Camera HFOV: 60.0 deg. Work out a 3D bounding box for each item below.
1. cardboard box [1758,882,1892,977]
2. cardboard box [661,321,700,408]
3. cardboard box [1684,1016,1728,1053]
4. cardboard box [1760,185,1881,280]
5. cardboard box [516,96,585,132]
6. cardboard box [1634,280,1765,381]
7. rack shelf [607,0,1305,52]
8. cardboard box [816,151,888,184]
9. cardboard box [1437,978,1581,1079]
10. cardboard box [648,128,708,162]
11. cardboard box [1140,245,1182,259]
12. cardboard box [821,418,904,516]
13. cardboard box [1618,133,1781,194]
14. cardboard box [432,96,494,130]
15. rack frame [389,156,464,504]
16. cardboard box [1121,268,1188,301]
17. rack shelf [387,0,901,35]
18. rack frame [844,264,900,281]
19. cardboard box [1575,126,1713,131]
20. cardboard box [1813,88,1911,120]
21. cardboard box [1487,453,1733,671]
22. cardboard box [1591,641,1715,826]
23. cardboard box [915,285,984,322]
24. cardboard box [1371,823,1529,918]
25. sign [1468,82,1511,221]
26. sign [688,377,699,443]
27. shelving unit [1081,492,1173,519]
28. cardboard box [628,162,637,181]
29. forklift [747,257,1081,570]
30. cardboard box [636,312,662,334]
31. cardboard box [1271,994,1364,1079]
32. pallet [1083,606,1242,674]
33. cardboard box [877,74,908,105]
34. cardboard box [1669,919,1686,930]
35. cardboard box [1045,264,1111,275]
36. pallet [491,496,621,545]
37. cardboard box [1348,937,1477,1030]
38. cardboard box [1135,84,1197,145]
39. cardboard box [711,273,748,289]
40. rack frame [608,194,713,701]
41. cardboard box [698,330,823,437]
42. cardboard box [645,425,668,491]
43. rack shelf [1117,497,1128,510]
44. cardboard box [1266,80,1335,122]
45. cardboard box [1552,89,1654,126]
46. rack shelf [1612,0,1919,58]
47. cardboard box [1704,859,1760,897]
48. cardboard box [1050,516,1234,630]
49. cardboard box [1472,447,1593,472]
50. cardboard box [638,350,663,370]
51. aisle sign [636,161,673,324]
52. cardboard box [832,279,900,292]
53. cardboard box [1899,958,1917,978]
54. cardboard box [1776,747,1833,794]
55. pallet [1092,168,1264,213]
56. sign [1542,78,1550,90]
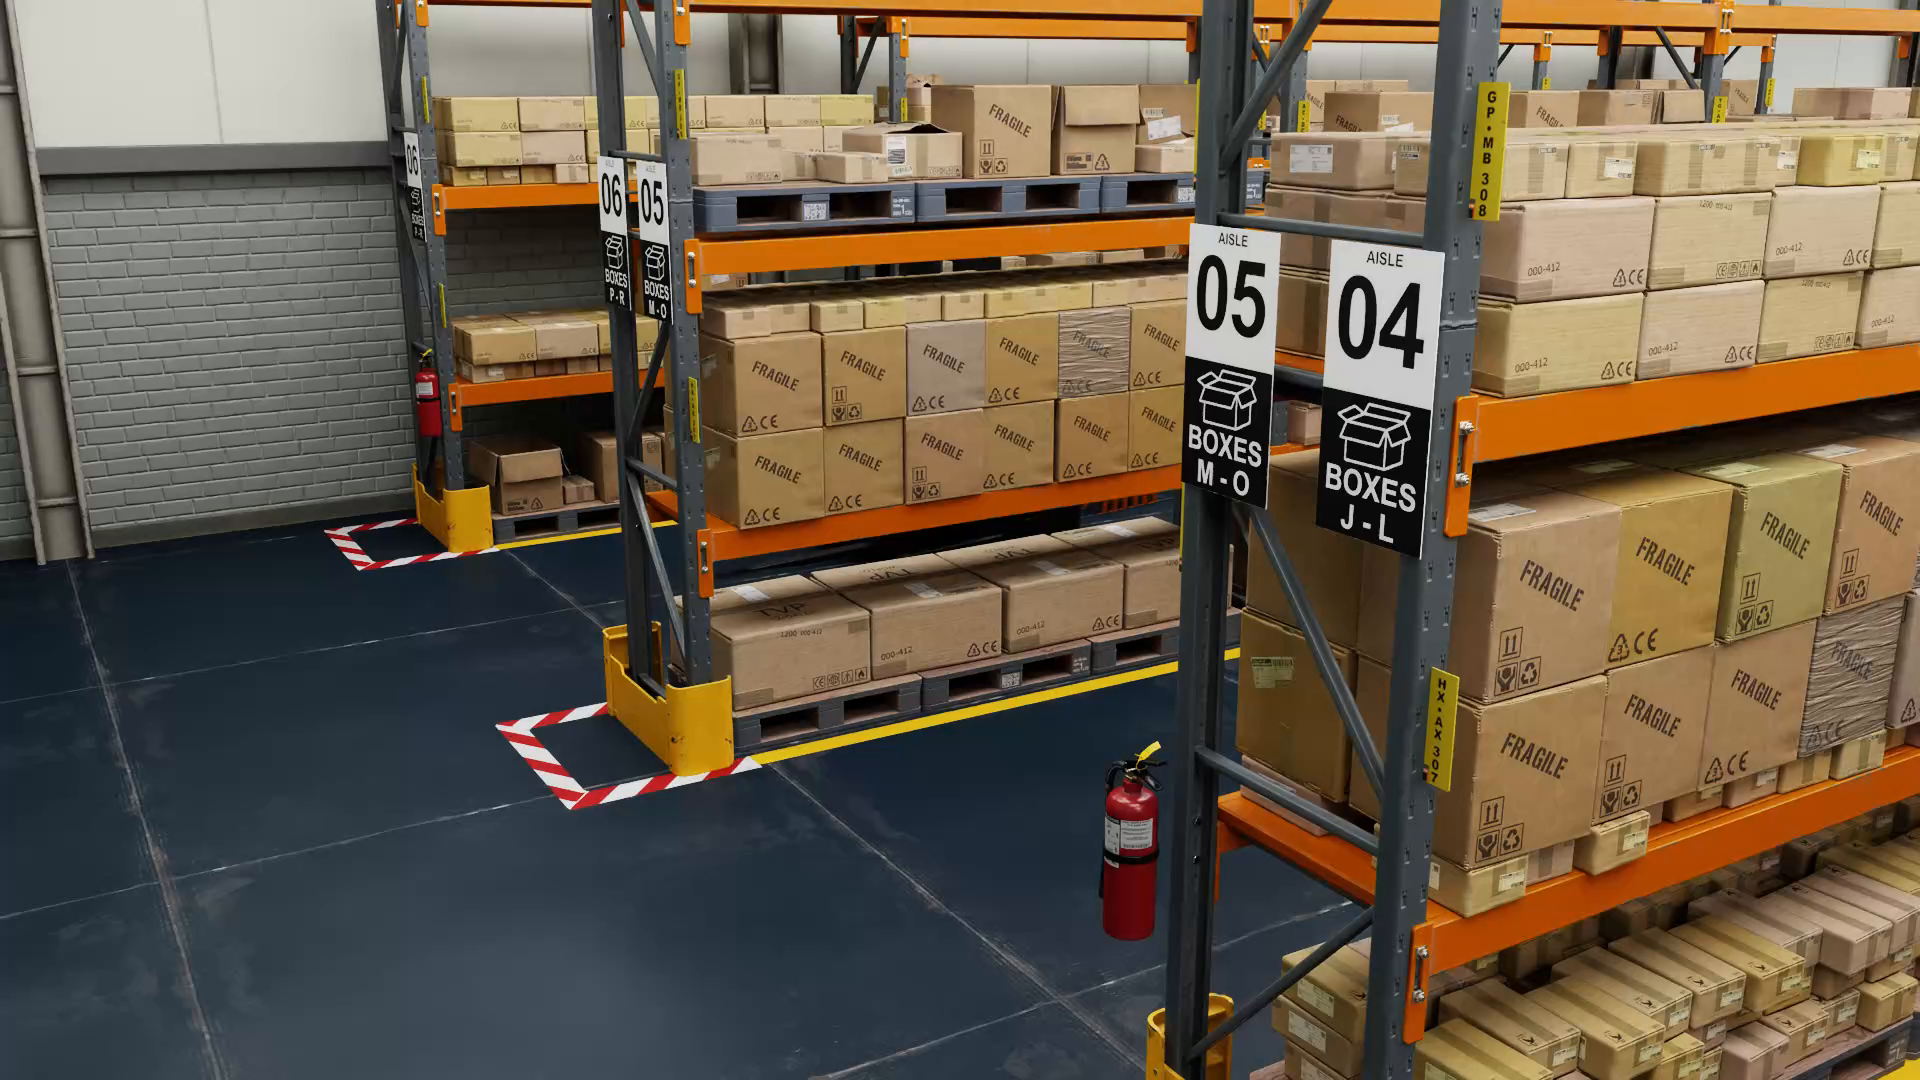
[{"bbox_3d":[3.180,1.433,6.141,0.250,0.149,0.380,-10,18,-32],"label":"cardboard box"},{"bbox_3d":[-1.343,-0.986,9.331,0.500,0.500,0.500,-9,18,-28],"label":"cardboard box"},{"bbox_3d":[2.466,1.662,5.875,0.250,0.149,0.380,-10,19,-32],"label":"cardboard box"},{"bbox_3d":[2.398,-0.957,5.059,0.500,0.250,0.500,-9,18,-29],"label":"cardboard box"},{"bbox_3d":[-3.238,-3.308,12.896,0.500,0.250,0.500,-9,18,-30],"label":"cardboard box"},{"bbox_3d":[1.972,-0.650,4.893,0.500,0.250,0.500,-9,18,-28],"label":"cardboard box"},{"bbox_3d":[0.080,-2.962,9.377,4.000,0.370,1.077,-9,18,-30],"label":"rack shelf"},{"bbox_3d":[-0.583,-2.006,8.952,0.250,0.149,0.380,-8,18,-28],"label":"cardboard box"},{"bbox_3d":[1.800,1.621,5.471,0.250,0.149,0.380,-9,18,-29],"label":"cardboard box"},{"bbox_3d":[-2.371,-3.217,13.496,0.500,0.250,0.500,-10,18,-31],"label":"cardboard box"},{"bbox_3d":[2.142,-2.809,16.909,0.500,0.500,0.500,-8,18,-27],"label":"cardboard box"},{"bbox_3d":[-0.655,-0.459,9.305,0.500,0.500,0.500,-10,18,-31],"label":"cardboard box"},{"bbox_3d":[2.104,-1.086,4.781,0.250,0.149,0.380,-9,18,-29],"label":"cardboard box"},{"bbox_3d":[-3.956,-3.364,13.097,0.500,0.250,0.500,-10,18,-31],"label":"cardboard box"},{"bbox_3d":[-4.193,-1.482,13.139,0.127,3.000,1.000,-9,18,-30],"label":"rack frame"},{"bbox_3d":[1.194,-1.571,10.219,0.250,0.149,0.380,-9,18,-30],"label":"cardboard box"},{"bbox_3d":[-2.479,-4.300,13.418,4.000,0.370,1.077,-9,18,-30],"label":"rack shelf"},{"bbox_3d":[-0.765,-2.038,15.122,0.127,3.000,1.000,-9,18,-30],"label":"rack frame"},{"bbox_3d":[2.250,-1.292,5.518,0.250,0.149,0.380,-9,18,-29],"label":"cardboard box"},{"bbox_3d":[7.358,-3.560,13.569,0.500,0.250,0.500,-9,18,-29],"label":"cardboard box"},{"bbox_3d":[1.953,0.052,5.078,0.500,0.500,0.500,-9,18,-28],"label":"cardboard box"},{"bbox_3d":[1.975,0.527,5.235,0.500,0.500,0.500,-9,18,-30],"label":"cardboard box"},{"bbox_3d":[-0.067,-1.338,9.386,0.250,0.149,0.380,-9,18,-29],"label":"cardboard box"},{"bbox_3d":[1.448,0.949,4.932,0.250,0.149,0.380,-9,18,-30],"label":"cardboard box"},{"bbox_3d":[1.282,-0.942,4.037,0.005,0.325,0.100,-9,18,-30],"label":"sign"},{"bbox_3d":[-1.353,-0.660,8.455,0.005,0.325,0.100,-9,18,-30],"label":"sign"},{"bbox_3d":[1.371,-0.387,14.431,1.200,0.189,0.258,-12,20,-37],"label":"shelving unit"},{"bbox_3d":[-2.693,-2.967,13.347,0.250,0.149,0.380,-9,18,-30],"label":"cardboard box"},{"bbox_3d":[-0.494,-1.308,12.646,3.031,2.935,1.130,-12,20,-36],"label":"forklift"},{"bbox_3d":[-2.374,-1.771,13.897,0.500,0.250,0.500,-10,18,-31],"label":"cardboard box"},{"bbox_3d":[1.307,1.685,5.793,0.250,0.149,0.380,-10,18,-31],"label":"cardboard box"},{"bbox_3d":[1.103,0.540,11.091,1.213,0.211,1.003,-9,18,-30],"label":"pallet"},{"bbox_3d":[-0.538,-4.013,14.793,0.258,0.266,0.396,-10,18,-31],"label":"cardboard box"},{"bbox_3d":[2.640,1.462,6.591,0.250,0.149,0.380,-9,18,-29],"label":"cardboard box"},{"bbox_3d":[0.737,-1.643,10.474,0.250,0.149,0.380,-9,18,-30],"label":"cardboard box"},{"bbox_3d":[-3.445,-0.261,13.949,1.213,0.211,1.003,-9,18,-30],"label":"pallet"},{"bbox_3d":[1.570,1.528,5.805,0.250,0.149,0.380,-9,18,-29],"label":"cardboard box"},{"bbox_3d":[1.182,-2.600,10.420,0.500,0.500,0.500,-9,18,-29],"label":"cardboard box"},{"bbox_3d":[-2.178,-2.324,14.482,0.500,0.500,0.500,-10,18,-31],"label":"cardboard box"},{"bbox_3d":[-1.634,-0.334,9.044,0.127,3.000,1.000,-9,18,-30],"label":"rack frame"},{"bbox_3d":[-1.076,-0.864,8.898,0.500,0.500,0.500,-10,18,-31],"label":"cardboard box"},{"bbox_3d":[-2.363,-0.704,14.216,0.500,0.500,0.500,-9,18,-29],"label":"cardboard box"},{"bbox_3d":[1.336,-0.379,14.404,0.103,0.180,0.258,-12,20,-37],"label":"rack shelf"},{"bbox_3d":[3.410,-4.381,16.775,0.500,0.500,0.500,-9,18,-29],"label":"cardboard box"},{"bbox_3d":[4.473,-2.959,11.888,0.500,0.500,0.700,-10,19,-32],"label":"cardboard box"},{"bbox_3d":[6.938,-4.074,13.344,4.000,0.370,1.077,-9,18,-30],"label":"rack shelf"},{"bbox_3d":[2.908,1.311,6.576,0.250,0.149,0.380,-10,19,-32],"label":"cardboard box"},{"bbox_3d":[1.201,0.204,11.093,0.875,0.438,0.875,-10,18,-31],"label":"cardboard box"},{"bbox_3d":[1.700,-0.067,5.503,0.500,0.500,0.500,-10,18,-32],"label":"cardboard box"},{"bbox_3d":[-2.640,-1.511,13.707,0.250,0.149,0.380,-10,18,-31],"label":"cardboard box"},{"bbox_3d":[-1.546,-1.509,8.418,0.004,0.787,0.394,-9,18,-30],"label":"aisle sign"},{"bbox_3d":[-0.549,-1.414,9.656,0.250,0.149,0.380,-9,18,-30],"label":"cardboard box"},{"bbox_3d":[3.523,1.622,6.570,0.250,0.149,0.380,-10,18,-31],"label":"cardboard box"},{"bbox_3d":[2.759,0.720,5.748,0.250,0.149,0.380,-8,18,-28],"label":"cardboard box"},{"bbox_3d":[1.088,-2.180,10.237,1.213,0.211,1.003,-9,18,-30],"label":"pallet"},{"bbox_3d":[6.381,-4.870,18.129,0.005,0.325,0.100,-9,18,-30],"label":"sign"}]
